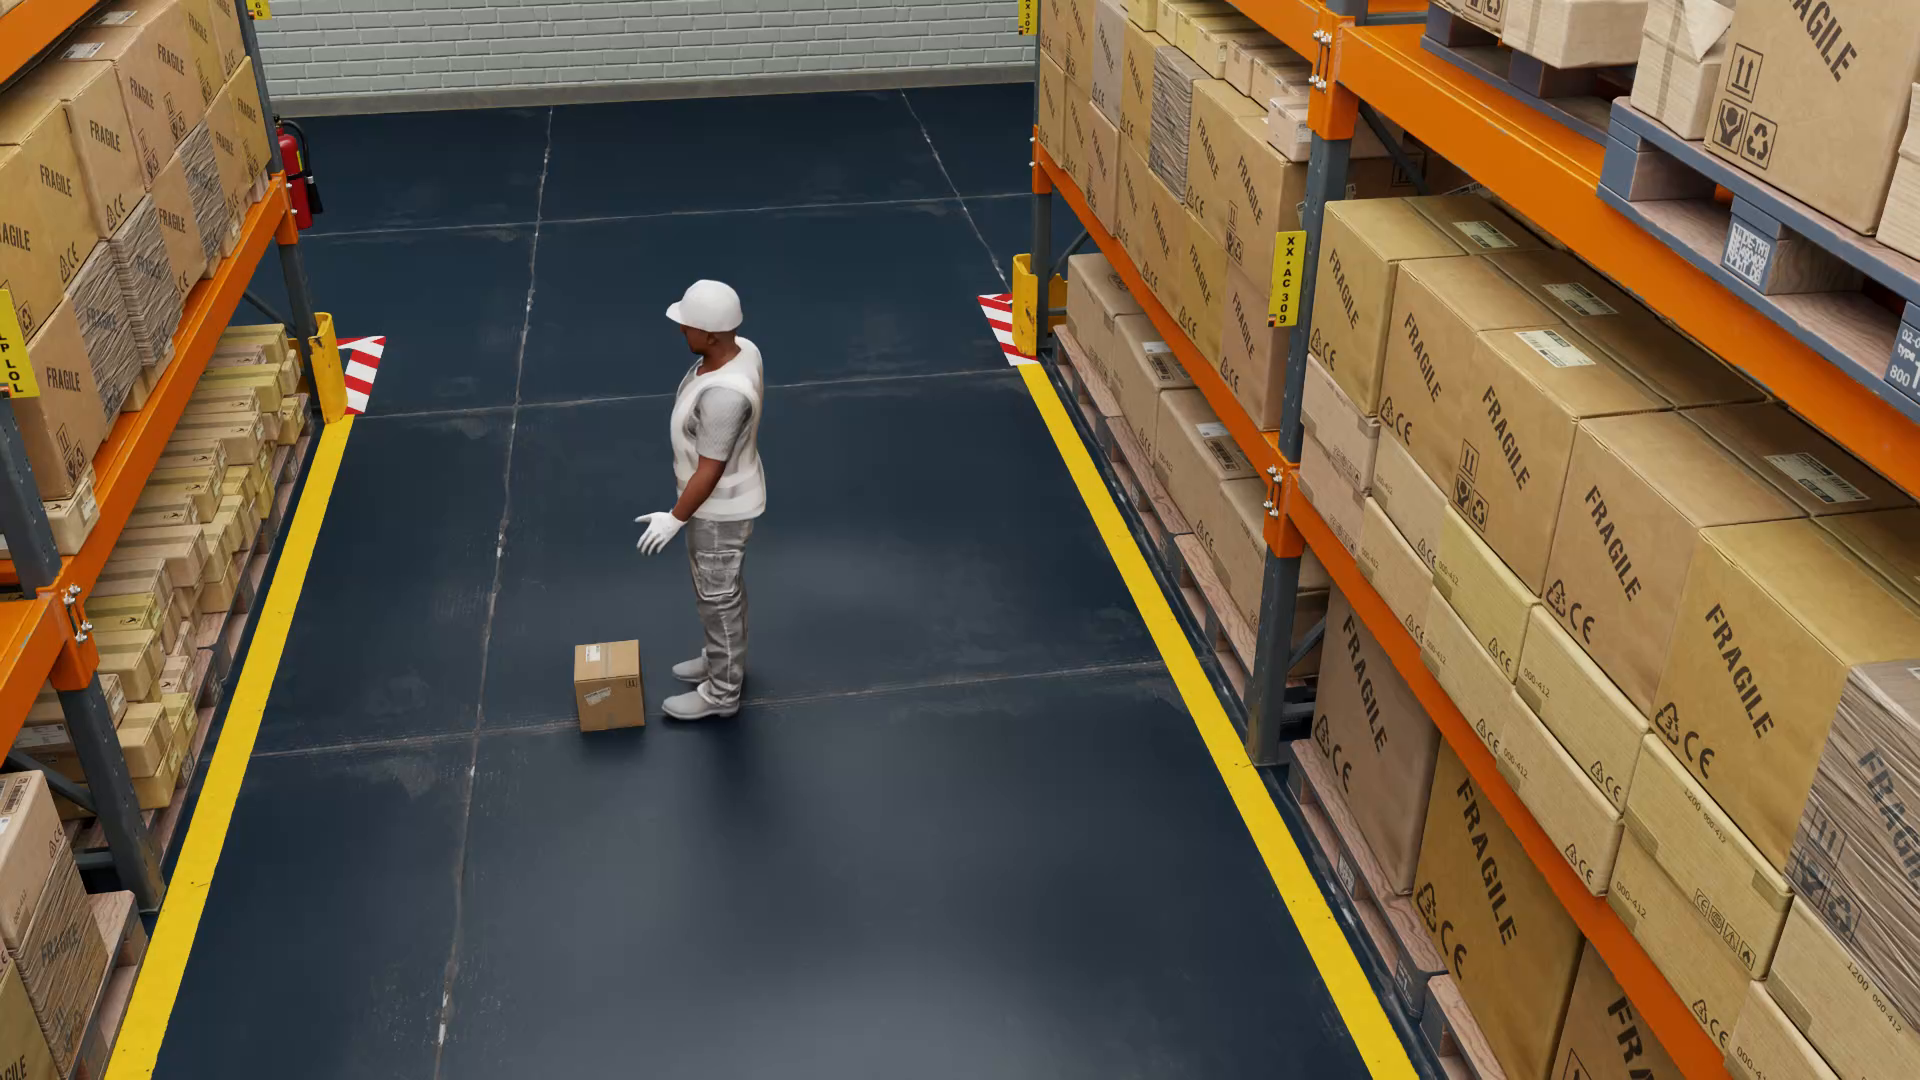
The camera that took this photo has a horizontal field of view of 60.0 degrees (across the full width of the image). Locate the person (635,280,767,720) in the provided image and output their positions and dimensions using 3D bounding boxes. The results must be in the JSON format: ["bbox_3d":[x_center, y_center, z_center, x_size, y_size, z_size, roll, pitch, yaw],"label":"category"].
[{"bbox_3d":[-0.967,-0.132,6.314,0.491,1.808,0.570,-2,30,-4],"label":"person"}]
